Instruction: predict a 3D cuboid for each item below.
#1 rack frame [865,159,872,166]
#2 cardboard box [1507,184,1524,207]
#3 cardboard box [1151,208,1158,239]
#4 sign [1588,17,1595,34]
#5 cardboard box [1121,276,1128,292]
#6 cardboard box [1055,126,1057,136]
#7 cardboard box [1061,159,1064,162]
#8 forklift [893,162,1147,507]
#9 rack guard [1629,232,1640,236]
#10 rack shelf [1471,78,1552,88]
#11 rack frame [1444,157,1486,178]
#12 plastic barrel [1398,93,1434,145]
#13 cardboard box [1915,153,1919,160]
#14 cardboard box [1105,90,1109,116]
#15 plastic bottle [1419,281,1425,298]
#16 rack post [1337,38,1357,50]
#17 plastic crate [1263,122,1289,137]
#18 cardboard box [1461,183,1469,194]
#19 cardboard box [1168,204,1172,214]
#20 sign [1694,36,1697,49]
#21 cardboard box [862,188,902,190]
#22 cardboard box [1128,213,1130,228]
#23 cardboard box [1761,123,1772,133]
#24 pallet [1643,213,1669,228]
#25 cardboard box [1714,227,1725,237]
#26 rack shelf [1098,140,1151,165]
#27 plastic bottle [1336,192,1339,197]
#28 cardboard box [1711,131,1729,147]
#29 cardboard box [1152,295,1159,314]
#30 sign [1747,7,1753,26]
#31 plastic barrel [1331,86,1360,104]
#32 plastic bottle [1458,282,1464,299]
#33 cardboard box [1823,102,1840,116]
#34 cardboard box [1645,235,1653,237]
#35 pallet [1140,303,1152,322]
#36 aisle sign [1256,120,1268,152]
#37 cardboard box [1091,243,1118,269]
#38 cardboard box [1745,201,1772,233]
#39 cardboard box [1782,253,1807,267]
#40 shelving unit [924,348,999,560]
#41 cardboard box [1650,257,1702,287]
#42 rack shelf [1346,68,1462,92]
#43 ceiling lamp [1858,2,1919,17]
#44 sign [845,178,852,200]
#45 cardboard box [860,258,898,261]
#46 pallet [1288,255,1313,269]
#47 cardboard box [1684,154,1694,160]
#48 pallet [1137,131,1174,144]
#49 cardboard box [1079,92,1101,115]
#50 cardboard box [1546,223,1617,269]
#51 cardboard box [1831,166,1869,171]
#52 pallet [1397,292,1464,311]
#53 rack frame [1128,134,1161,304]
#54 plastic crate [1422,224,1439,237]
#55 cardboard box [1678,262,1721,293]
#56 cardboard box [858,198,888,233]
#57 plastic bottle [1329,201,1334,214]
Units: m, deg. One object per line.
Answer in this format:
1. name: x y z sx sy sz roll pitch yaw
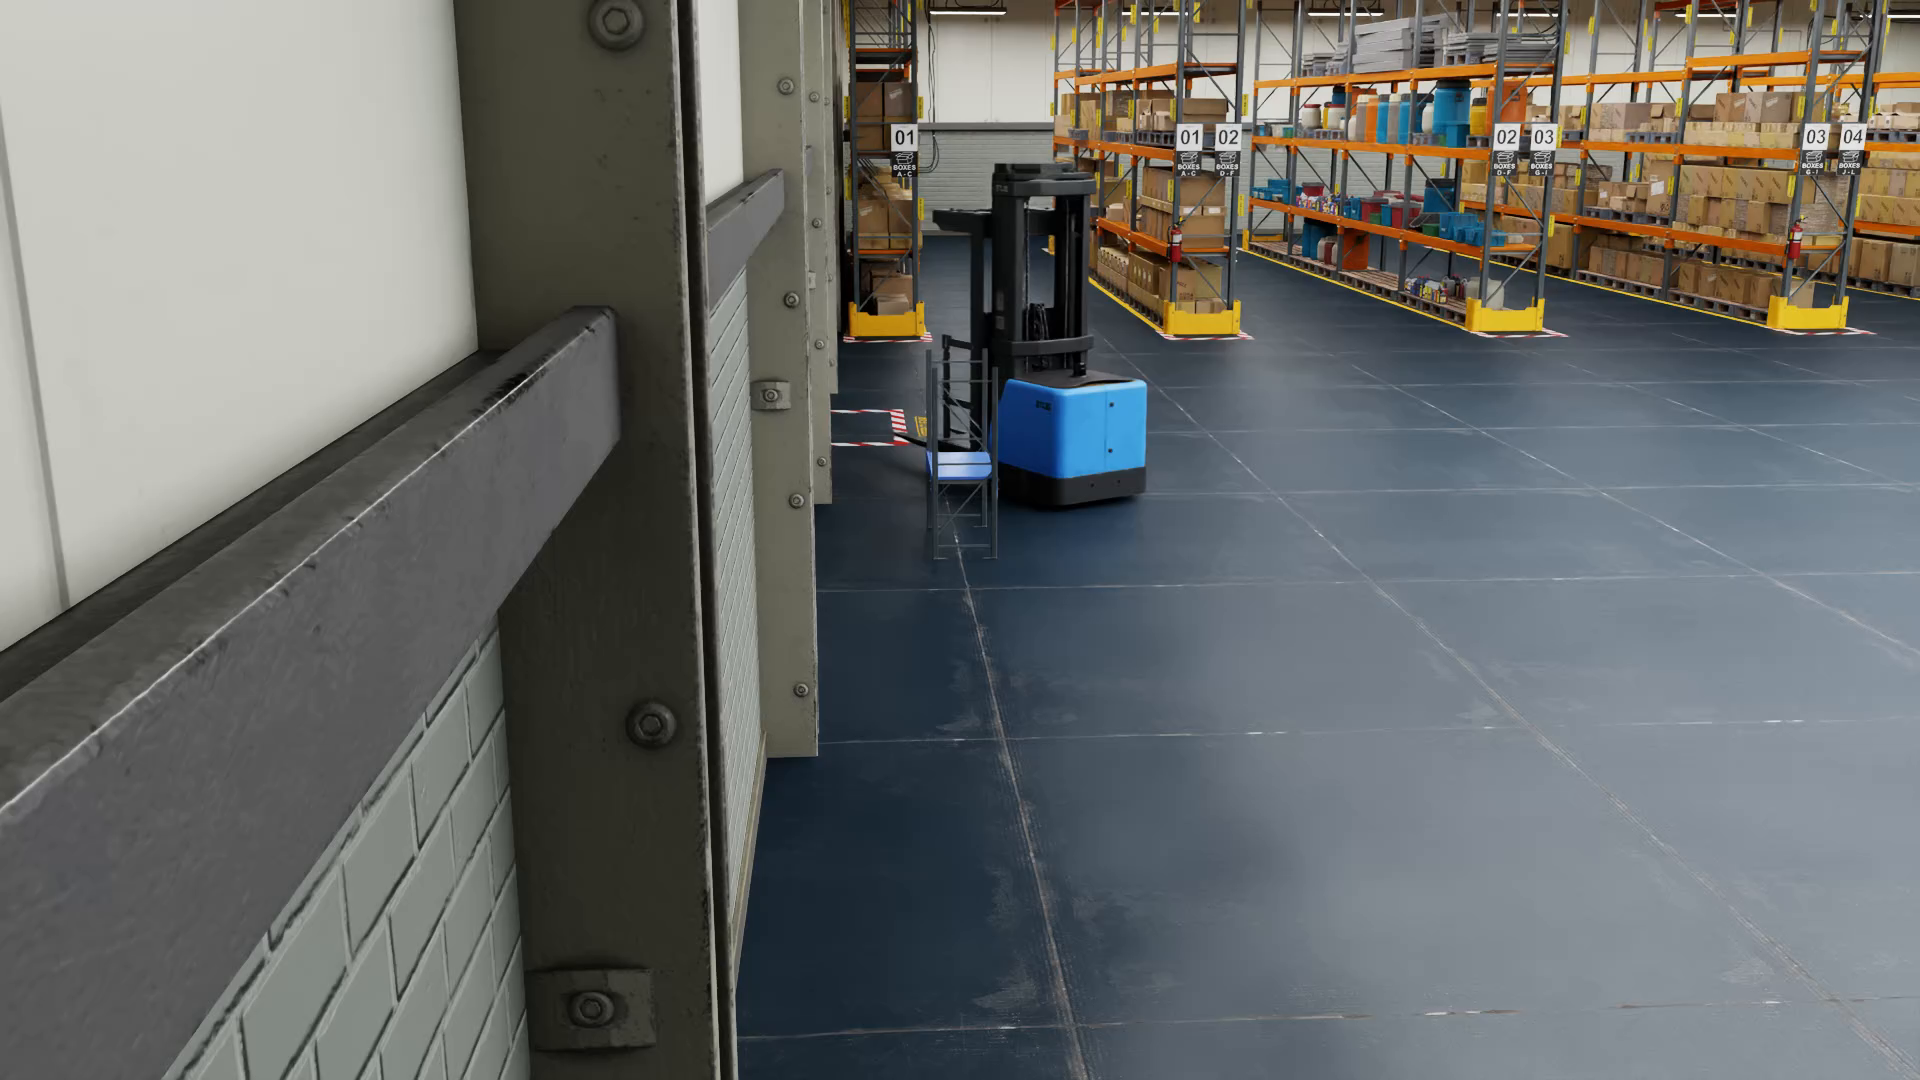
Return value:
1. rack frame: -1.888 -7.631 37.165 1.000 3.000 0.127 -1 14 -3
2. cardboard box: 12.722 -7.790 37.584 0.500 0.500 0.500 -1 14 -3
3. cardboard box: 3.651 -5.401 28.297 0.700 0.500 0.500 -1 14 -3
4. sign: 12.637 -10.290 33.269 0.100 0.325 0.005 -1 14 -3
5. cardboard box: 3.236 -4.689 30.406 0.500 0.250 0.500 -1 14 -4
6. cardboard box: 2.586 -9.951 40.465 0.500 0.250 0.500 -1 14 -3
7. cardboard box: 2.670 -8.741 39.270 0.500 0.500 0.500 -1 14 -4
8. forklift: 0.435 -2.023 15.508 1.130 2.935 3.031 -9 17 -32
9. rack guard: 17.657 -7.677 42.361 1.175 0.500 0.348 -1 14 -3
10. rack shelf: 12.819 -10.721 39.381 1.077 0.370 4.000 -1 14 -3
11. rack frame: 12.695 -8.855 41.923 1.000 3.000 0.127 -1 14 -3
12. plastic barrel: 8.247 -7.613 30.069 0.600 0.901 0.708 -1 14 -3
13. cardboard box: 22.497 -8.932 38.712 0.380 0.149 0.250 -1 14 -5
14. cardboard box: 3.251 -8.934 34.003 0.500 0.500 0.500 -1 14 -3
15. plastic bottle: 8.111 -4.396 29.160 0.061 0.283 0.133 0 14 -1
16. rack post: 8.101 -10.136 33.828 0.624 0.289 0.986 -1 14 -3
17. plastic crate: 7.572 -9.817 39.766 0.504 0.338 0.767 -1 14 -3
18. cardboard box: 12.522 -8.549 40.436 0.500 0.250 0.500 -1 14 -5
19. cardboard box: 3.552 -5.307 26.631 0.380 0.149 0.250 -1 14 -4
20. sign: 18.207 -12.344 41.253 0.100 0.325 0.005 -1 14 -3
21. cardboard box: -1.418 -6.169 30.399 0.700 0.500 0.500 1 14 2
22. cardboard box: 3.313 -5.869 30.588 0.396 0.266 0.258 -1 14 -5
23. cardboard box: 13.293 -6.708 27.060 0.380 0.149 0.250 -1 14 -3
24. pallet: 13.536 -5.970 31.095 1.003 0.211 1.213 -1 14 -3
25. cardboard box: 13.258 -5.318 28.680 0.380 0.149 0.250 -1 14 -3
26. rack shelf: 3.427 -7.320 31.382 1.077 0.370 4.000 -1 14 -3
27. plastic bottle: 8.383 -7.536 36.896 0.144 0.351 0.185 -1 14 -3
28. cardboard box: 13.269 -6.880 28.526 0.500 0.250 0.500 -1 15 -6
29. cardboard box: 3.428 -3.849 27.140 0.500 0.250 0.500 -1 14 -3
30. sign: 13.981 -9.271 29.464 0.100 0.325 0.005 -1 14 -3
31. plastic barrel: 8.258 -9.261 35.630 0.600 0.901 0.708 -1 14 -3
32. plastic bottle: 8.755 -4.366 29.043 0.061 0.283 0.133 -1 14 -3
33. cardboard box: 17.863 -8.885 34.284 0.396 0.266 0.258 -1 14 -3
34. cardboard box: 17.389 -7.670 41.599 0.380 0.149 0.250 -1 14 -4
35. pallet: 3.637 -3.866 28.127 1.003 0.211 1.213 -1 14 -3
36. aisle sign: 7.451 -10.051 41.353 0.394 0.787 0.004 -1 14 -3
37. cardboard box: 3.011 -5.945 34.746 0.500 0.500 0.500 0 14 -1
38. cardboard box: 13.529 -5.328 27.417 0.875 0.500 0.500 -1 14 -3
39. cardboard box: 17.846 -6.069 35.269 0.500 0.500 0.500 -1 14 -4
40. shelving unit: 0.005 -0.705 13.257 0.538 1.500 1.048 -1 14 -3
41. cardboard box: 13.422 -5.026 31.175 0.700 0.500 0.500 -2 15 -8
42. rack shelf: 8.371 -8.655 31.351 1.077 0.370 4.000 -1 14 -3
43. ceiling lamp: 25.050 -15.449 43.795 2.000 3.185 0.800 -1 14 -3
44. sign: -1.700 -5.357 25.368 0.100 0.325 0.005 -1 14 -3
45. cardboard box: -1.528 -5.082 31.391 0.700 0.500 0.500 -1 14 -3
46. pallet: 8.006 -6.241 37.358 1.003 0.211 1.213 -1 14 -3
47. cardboard box: 17.546 -8.957 39.515 0.500 0.500 0.500 -1 14 -2
48. pallet: 3.630 -6.917 28.547 1.003 0.211 1.213 -1 14 -3
49. cardboard box: 2.987 -9.814 37.422 0.700 0.500 0.500 -1 14 -3
50. cardboard box: 13.169 -6.212 35.071 1.225 0.875 0.875 -2 15 -6
51. cardboard box: 18.165 -7.338 33.818 0.700 0.500 0.500 -1 14 -4
52. pallet: 8.495 -4.276 29.722 1.003 0.211 1.213 -1 14 -3
53. rack frame: 3.551 -5.719 29.733 1.000 3.000 0.127 -1 14 -3
54. plastic crate: 8.298 -5.350 28.724 0.450 0.188 0.662 -1 14 -3
55. cardboard box: 13.423 -4.763 30.194 0.500 0.500 0.500 -1 14 -5
56. cardboard box: -1.386 -5.061 25.931 0.500 0.500 0.500 -1 14 -4
57. plastic bottle: 7.781 -6.955 34.798 0.097 0.271 0.097 0 14 0
